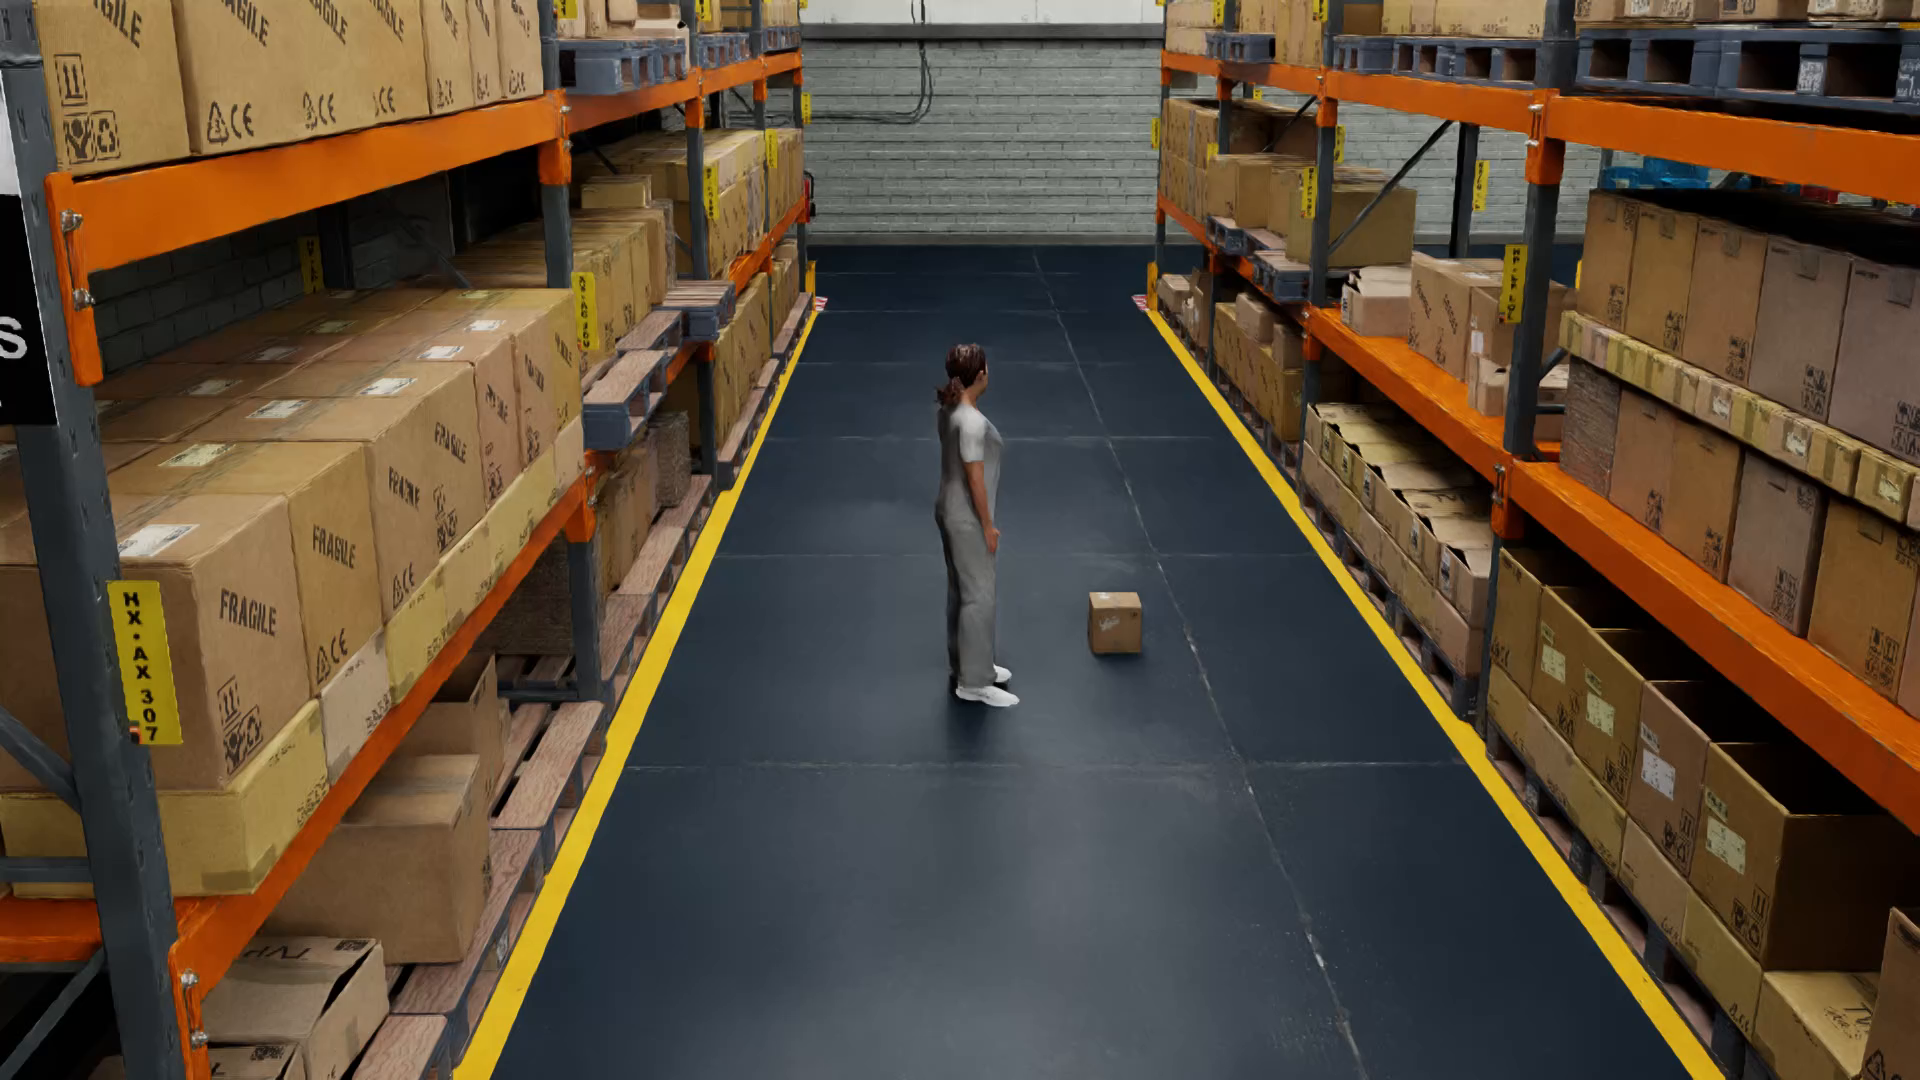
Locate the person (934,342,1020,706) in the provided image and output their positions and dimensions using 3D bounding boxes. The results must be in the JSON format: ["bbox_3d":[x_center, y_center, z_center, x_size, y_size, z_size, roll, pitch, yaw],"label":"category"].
[{"bbox_3d":[0.064,-0.077,7.794,0.398,1.708,0.481,-5,18,-14],"label":"person"}]
